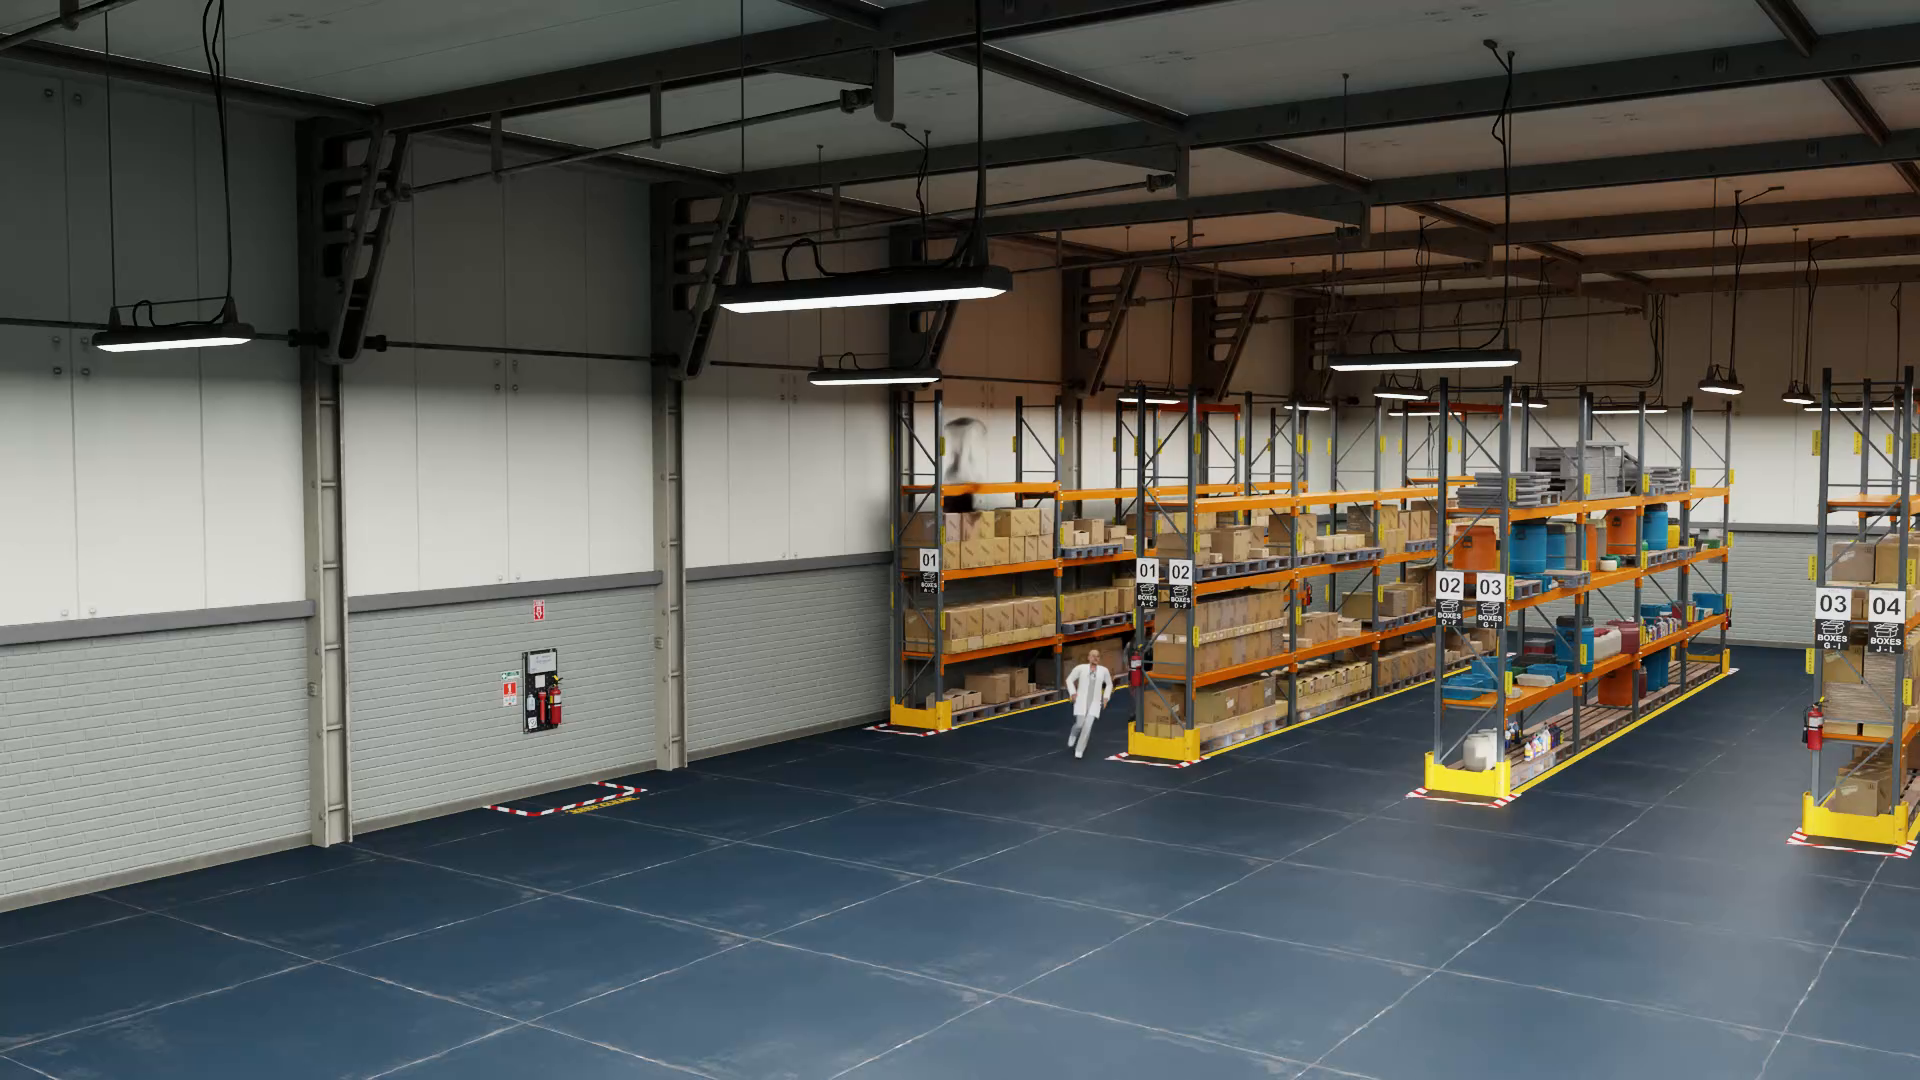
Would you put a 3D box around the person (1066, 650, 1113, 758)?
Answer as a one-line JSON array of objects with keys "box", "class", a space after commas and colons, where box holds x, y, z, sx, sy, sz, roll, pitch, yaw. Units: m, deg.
[{"box": [2.111, 2.632, 26.921, 0.759, 1.702, 0.741, 0, 3, -3], "class": "person"}]

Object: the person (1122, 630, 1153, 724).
[{"box": [3.282, 2.458, 30.321, 0.684, 1.713, 0.885, 2, 4, 25], "class": "person"}]
